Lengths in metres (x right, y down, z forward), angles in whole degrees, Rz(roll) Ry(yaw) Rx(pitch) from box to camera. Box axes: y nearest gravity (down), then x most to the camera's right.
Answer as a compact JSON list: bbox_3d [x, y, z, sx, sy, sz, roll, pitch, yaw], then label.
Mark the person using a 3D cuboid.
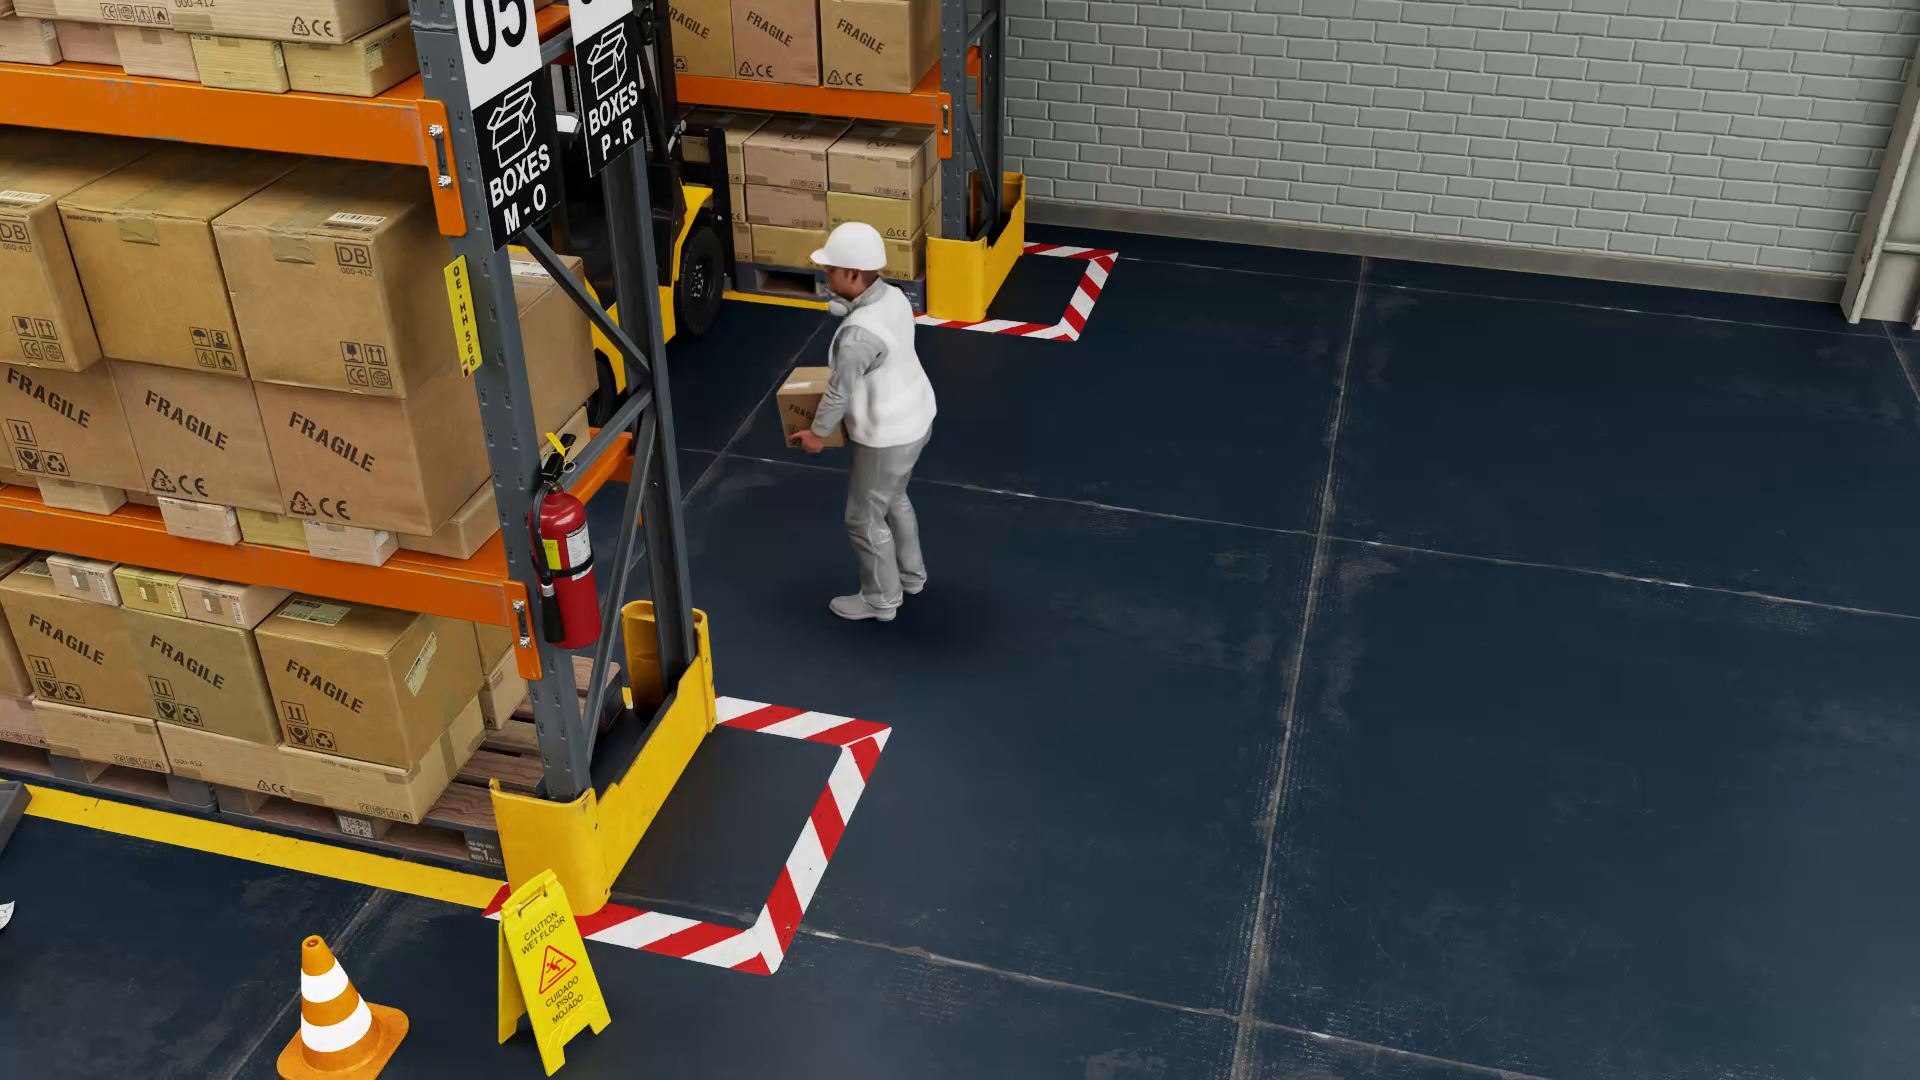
[{"bbox_3d":[-0.399,-0.470,6.861,0.577,1.765,0.487,7,33,12],"label":"person"}]
